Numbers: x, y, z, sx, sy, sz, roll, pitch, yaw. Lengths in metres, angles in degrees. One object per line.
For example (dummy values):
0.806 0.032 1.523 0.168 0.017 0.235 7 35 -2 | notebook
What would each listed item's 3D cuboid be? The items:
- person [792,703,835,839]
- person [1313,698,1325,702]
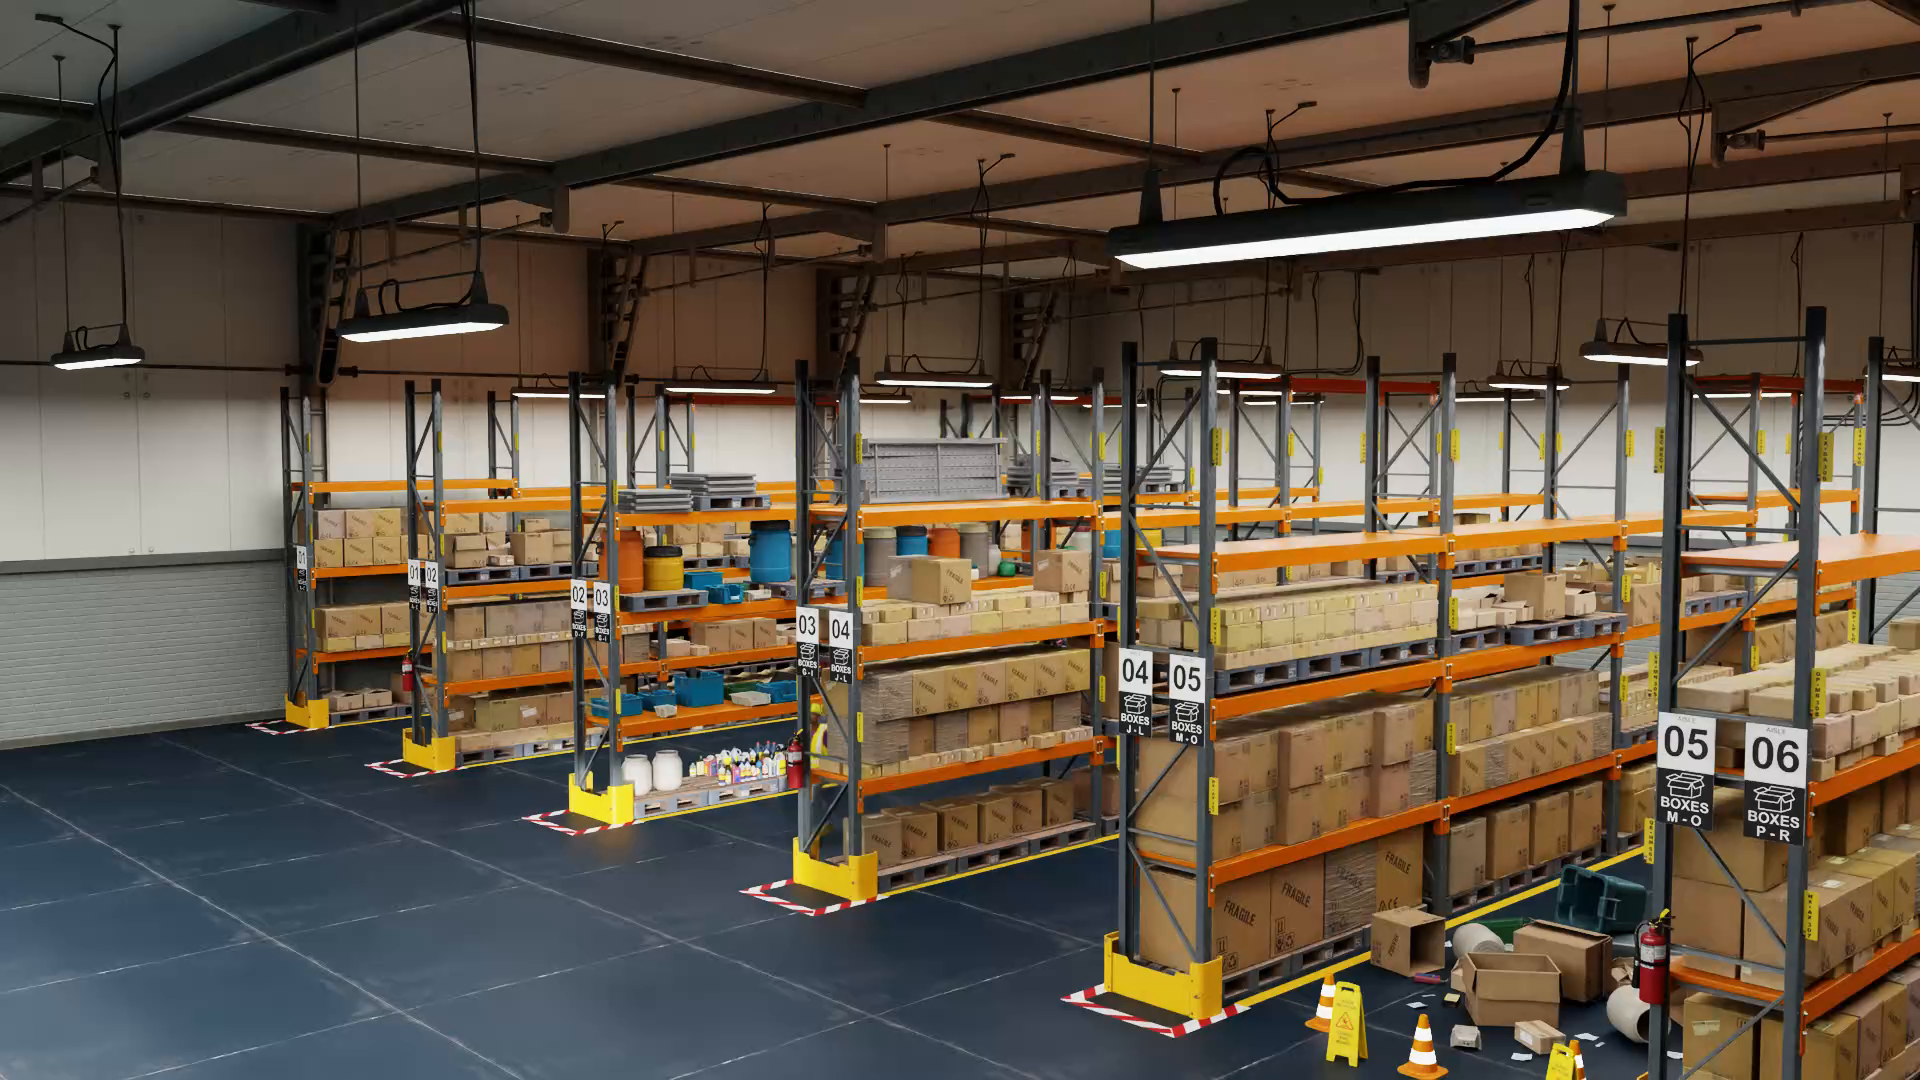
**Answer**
-1.839 2.952 20.993 0.676 1.825 0.769 3 4 36 | person
4.818 2.829 22.372 0.727 1.760 1.036 4 5 44 | person
